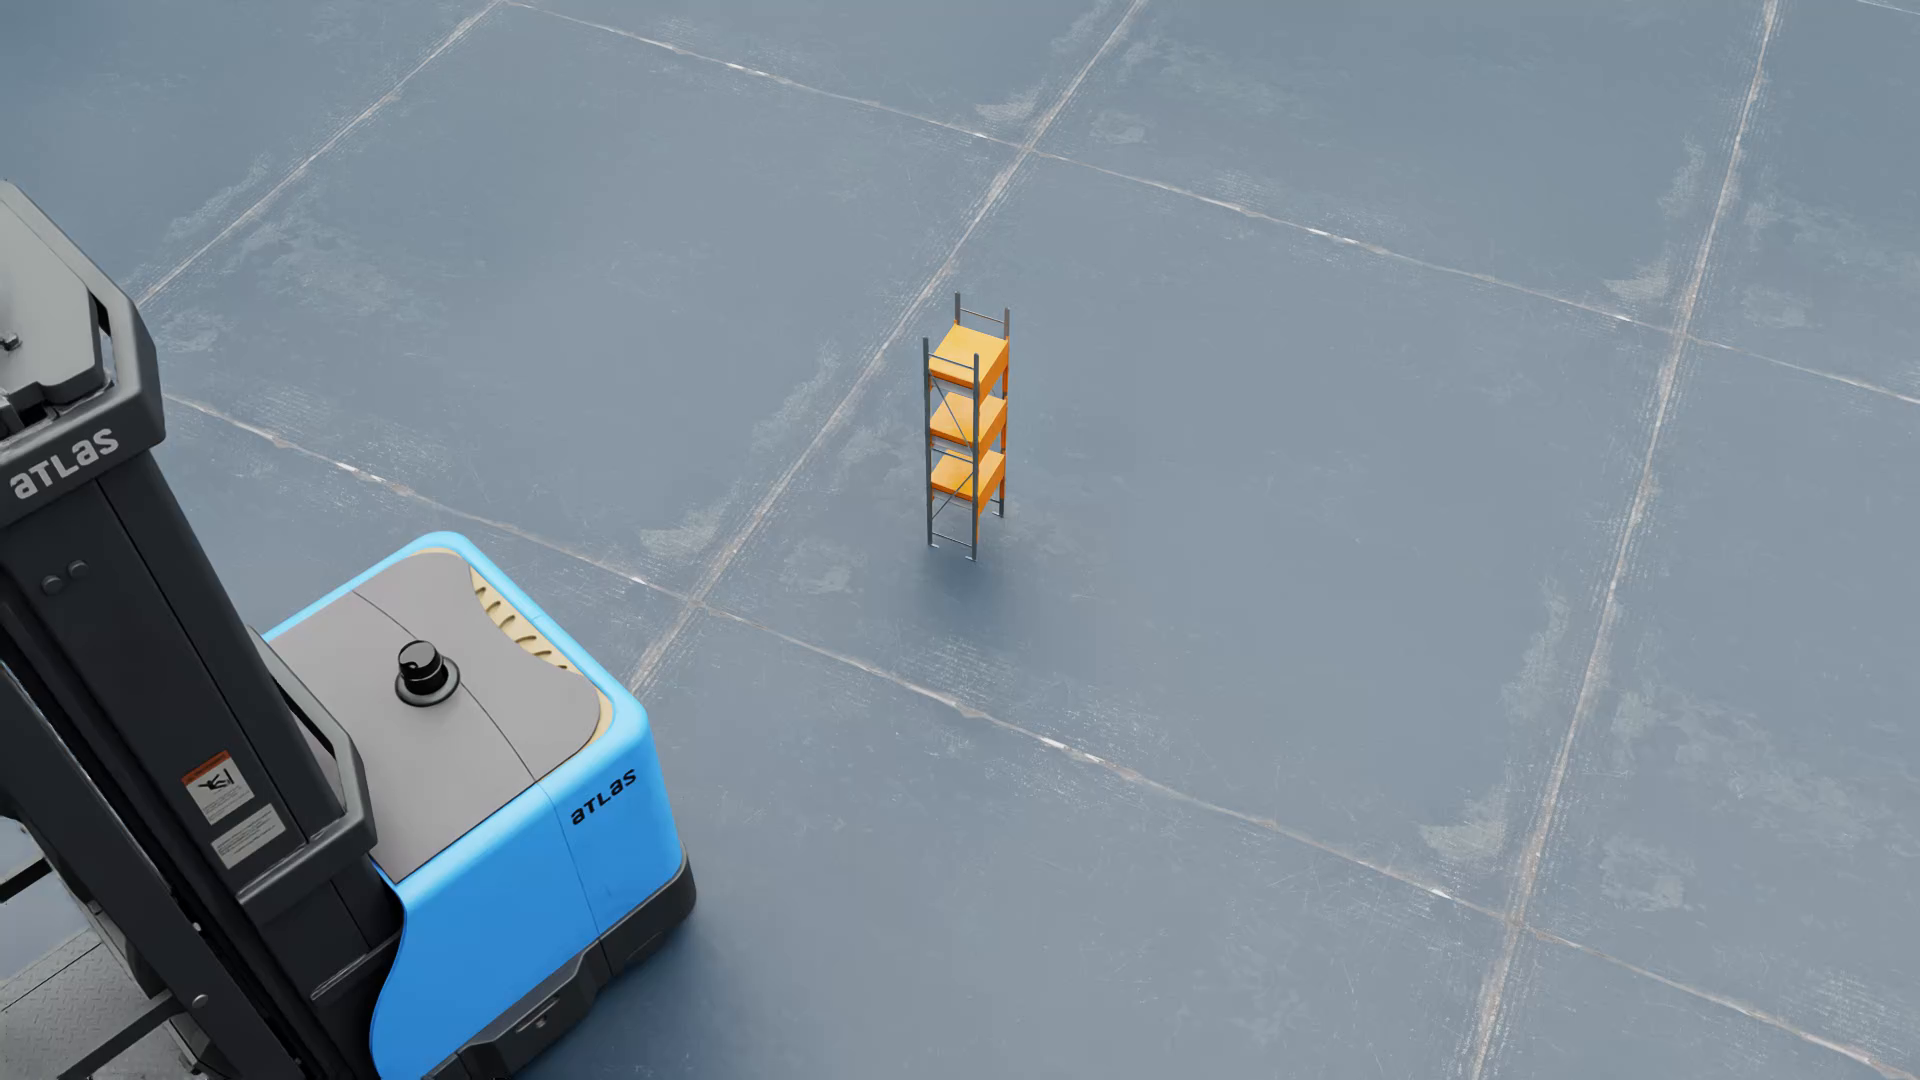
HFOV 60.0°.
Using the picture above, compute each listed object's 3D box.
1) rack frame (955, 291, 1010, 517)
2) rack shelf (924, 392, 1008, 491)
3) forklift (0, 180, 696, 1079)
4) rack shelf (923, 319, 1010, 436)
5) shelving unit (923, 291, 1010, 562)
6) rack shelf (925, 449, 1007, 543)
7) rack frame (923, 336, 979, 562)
[{"bbox_3d":[0.075,-0.461,5.953,0.200,1.050,0.008,20,52,16],"label":"rack frame"},{"bbox_3d":[0.023,-0.370,5.890,0.215,0.259,0.240,20,52,16],"label":"rack shelf"},{"bbox_3d":[-2.226,0.745,3.692,3.031,2.935,1.130,-37,59,-27],"label":"forklift"},{"bbox_3d":[0.023,-0.554,5.673,0.215,0.259,0.240,20,52,16],"label":"rack shelf"},{"bbox_3d":[0.023,-0.377,5.882,0.215,1.050,0.252,20,52,16],"label":"shelving unit"},{"bbox_3d":[0.023,-0.190,6.101,0.215,0.259,0.240,20,52,16],"label":"rack shelf"},{"bbox_3d":[-0.029,-0.293,5.810,0.200,1.050,0.008,20,52,16],"label":"rack frame"}]
